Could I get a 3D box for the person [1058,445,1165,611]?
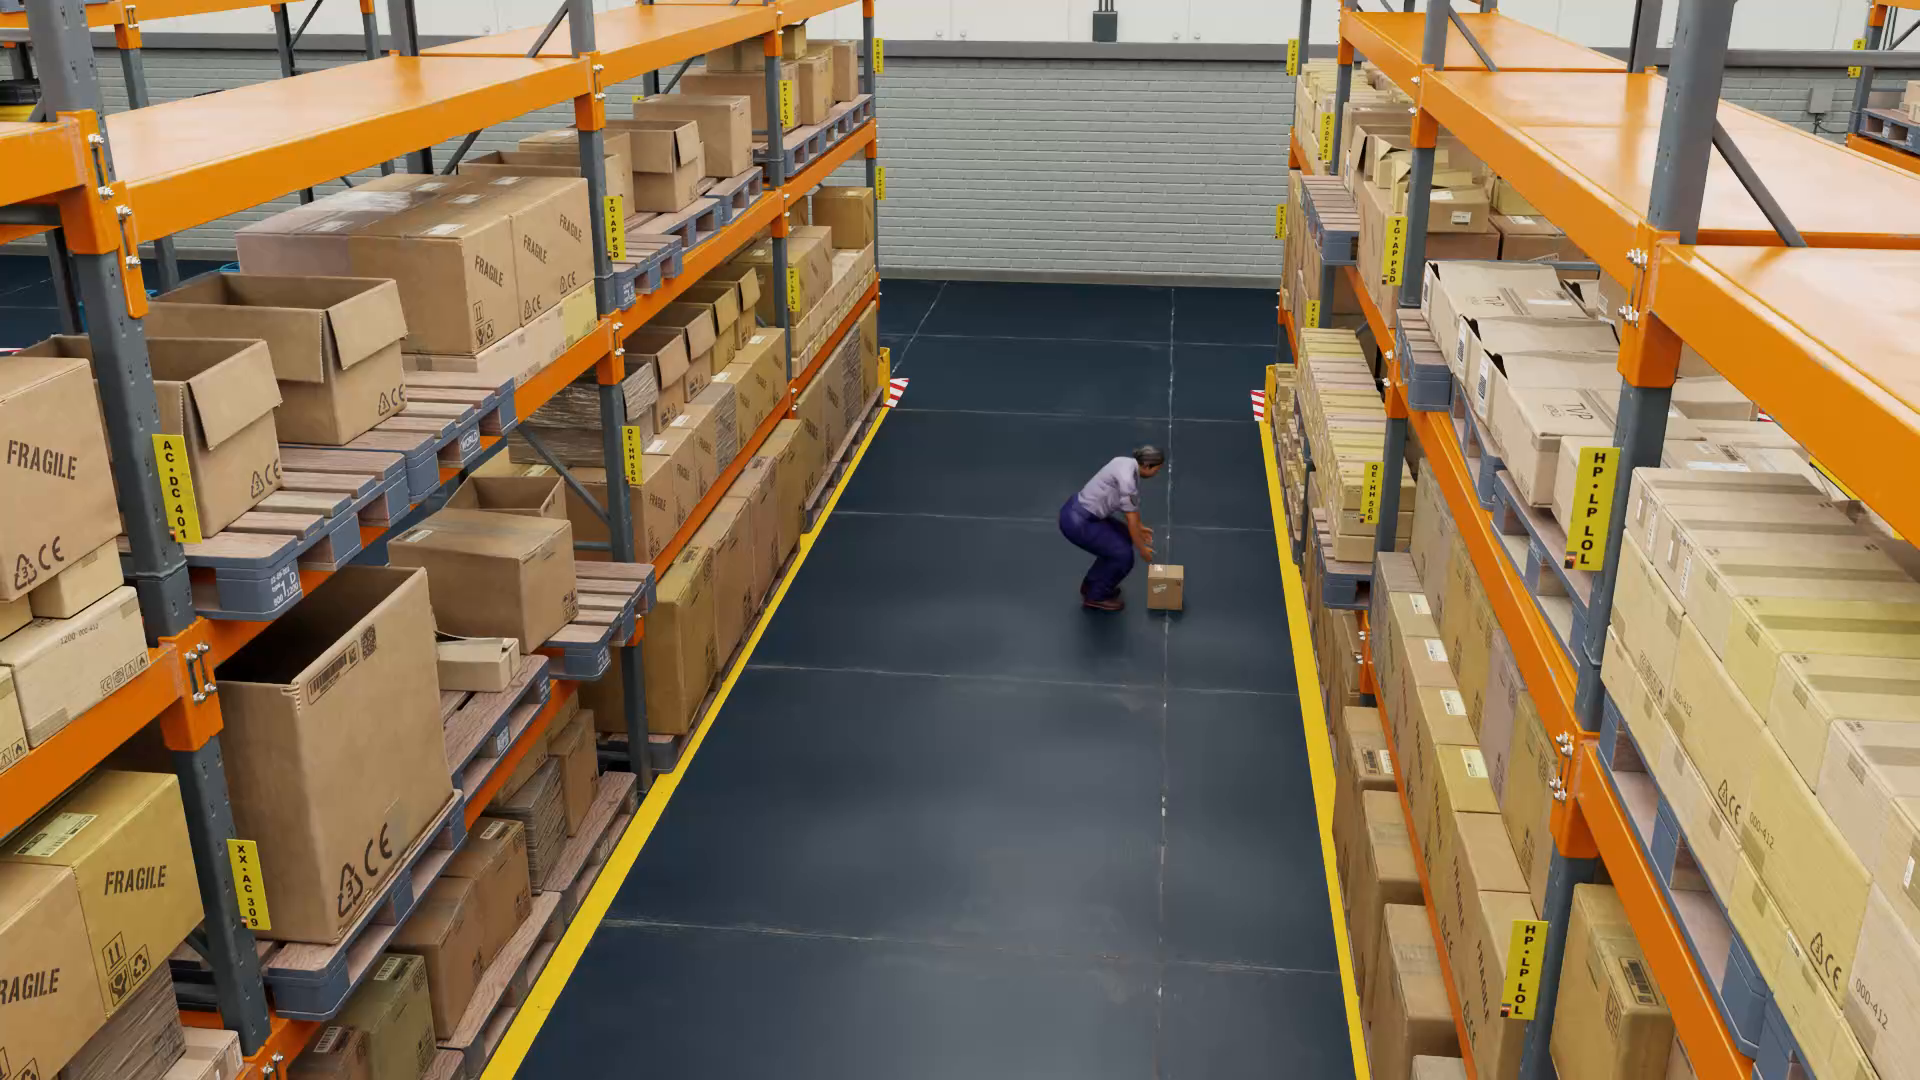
[{"bbox_3d":[1.088,-0.117,12.050,0.741,1.185,0.536,3,21,6],"label":"person"}]
